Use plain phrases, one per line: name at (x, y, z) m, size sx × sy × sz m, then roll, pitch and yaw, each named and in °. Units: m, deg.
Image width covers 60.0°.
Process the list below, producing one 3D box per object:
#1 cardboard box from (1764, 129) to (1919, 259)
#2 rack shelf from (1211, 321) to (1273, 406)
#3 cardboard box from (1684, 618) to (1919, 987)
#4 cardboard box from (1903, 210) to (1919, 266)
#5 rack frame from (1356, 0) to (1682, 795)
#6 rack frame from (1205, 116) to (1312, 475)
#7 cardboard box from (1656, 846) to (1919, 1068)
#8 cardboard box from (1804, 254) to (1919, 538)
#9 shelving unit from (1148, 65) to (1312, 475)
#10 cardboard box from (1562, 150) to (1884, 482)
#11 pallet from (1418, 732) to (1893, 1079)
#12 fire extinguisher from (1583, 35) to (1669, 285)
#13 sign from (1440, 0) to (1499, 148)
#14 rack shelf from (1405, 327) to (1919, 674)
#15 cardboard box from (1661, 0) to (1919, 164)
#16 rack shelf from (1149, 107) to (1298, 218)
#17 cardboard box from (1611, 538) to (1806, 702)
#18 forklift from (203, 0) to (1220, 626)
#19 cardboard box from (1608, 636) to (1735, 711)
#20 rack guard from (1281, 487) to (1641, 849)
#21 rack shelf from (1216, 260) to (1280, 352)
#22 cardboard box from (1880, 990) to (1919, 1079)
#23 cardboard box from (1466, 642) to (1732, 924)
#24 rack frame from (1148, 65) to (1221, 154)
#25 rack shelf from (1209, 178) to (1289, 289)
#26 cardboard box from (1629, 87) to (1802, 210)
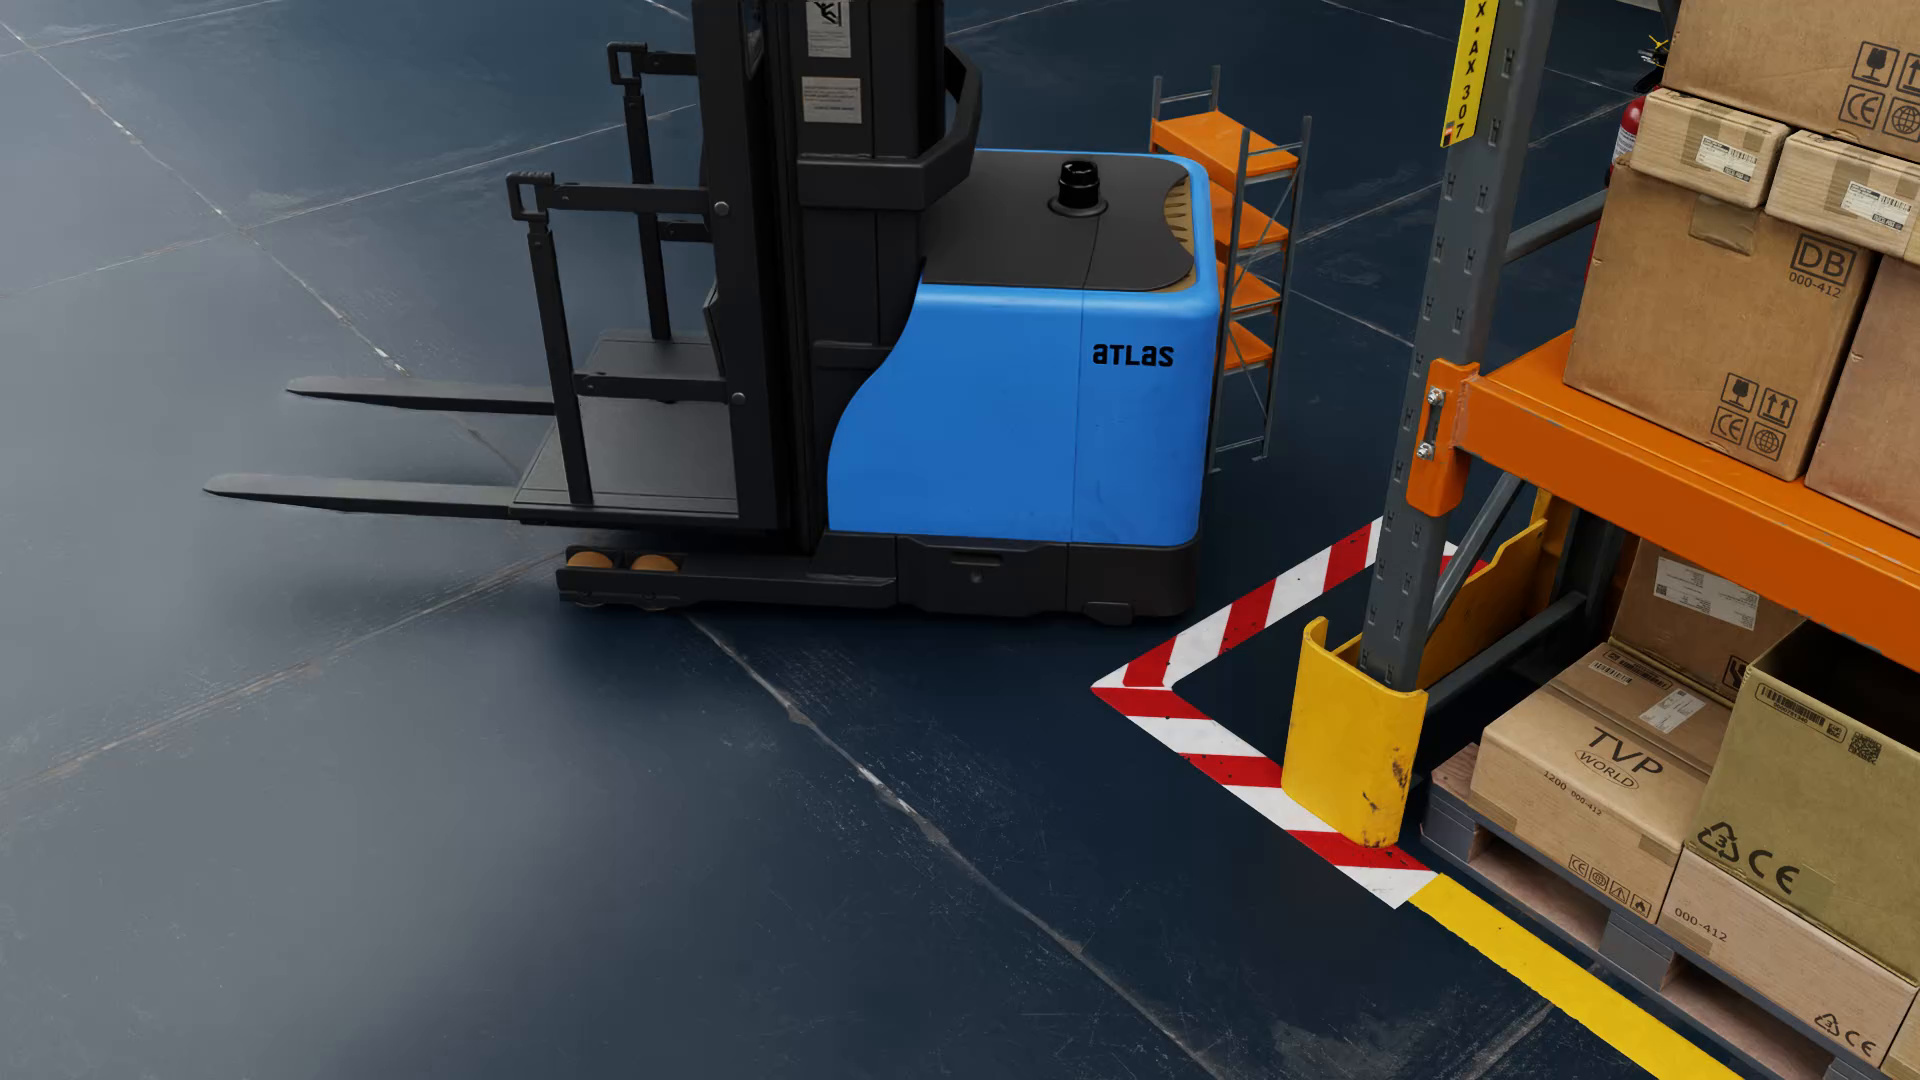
cardboard box at (1.646, -0.655, 2.932) m, size 0.380 × 0.149 × 0.250 m, roll -27°, pitch 43°, yaw -33°
rack shelf at (0.824, -0.651, 5.589) m, size 0.258 × 0.148 × 0.480 m, roll -16°, pitch 38°, yaw -21°
cardboard box at (1.885, 0.466, 3.364) m, size 0.500 × 0.500 × 0.500 m, roll -26°, pitch 43°, yaw -32°
cardboard box at (1.806, -0.545, 2.776) m, size 0.380 × 0.149 × 0.250 m, roll -26°, pitch 43°, yaw -32°
rack frame at (1.385, -0.719, 3.670) m, size 1.000 × 3.000 × 0.127 m, roll -26°, pitch 43°, yaw -32°
rack frame at (0.934, -0.742, 5.257) m, size 0.240 × 1.200 × 0.015 m, roll -16°, pitch 38°, yaw -21°
cardboard box at (1.886, 0.771, 3.582) m, size 0.500 × 0.250 × 0.500 m, roll -26°, pitch 43°, yaw -32°
cardboard box at (2.019, -0.319, 3.018) m, size 0.700 × 0.500 × 0.500 m, roll -25°, pitch 42°, yaw -31°
shelving unit at (0.826, -0.868, 5.436) m, size 0.258 × 1.200 × 0.503 m, roll -16°, pitch 38°, yaw -21°
cardboard box at (1.676, -0.549, 3.343) m, size 0.700 × 0.500 × 0.500 m, roll -26°, pitch 43°, yaw -32°
pallet at (1.910, 0.741, 4.021) m, size 1.003 × 0.211 × 1.213 m, roll -26°, pitch 43°, yaw -32°
fire extinguisher at (1.663, -0.913, 4.010) m, size 0.296 × 0.674 × 0.183 m, roll -26°, pitch 43°, yaw -32°
sign at (0.957, -0.900, 3.108) m, size 0.100 × 0.325 × 0.005 m, roll -26°, pitch 43°, yaw -32°
rack shelf at (2.675, 0.458, 2.631) m, size 1.077 × 0.370 × 4.000 m, roll -26°, pitch 43°, yaw -32°
cardboard box at (1.710, -1.055, 2.935) m, size 0.700 × 0.500 × 0.500 m, roll -26°, pitch 43°, yaw -32°
rack shelf at (0.829, -1.190, 5.210) m, size 0.258 × 0.148 × 0.480 m, roll -16°, pitch 38°, yaw -21°
cardboard box at (1.958, 0.052, 3.949) m, size 0.500 × 0.500 × 0.500 m, roll -26°, pitch 43°, yaw -32°
forklift at (-0.781, -1.287, 4.531) m, size 3.031 × 2.935 × 1.130 m, roll 3°, pitch 35°, yaw 4°
cardboard box at (1.957, 0.358, 4.164) m, size 0.500 × 0.250 × 0.500 m, roll -26°, pitch 43°, yaw -32°
rack guard at (1.369, 0.291, 4.407) m, size 1.175 × 0.500 × 0.348 m, roll -26°, pitch 43°, yaw -32°
rack shelf at (0.826, -0.813, 5.475) m, size 0.258 × 0.148 × 0.480 m, roll -16°, pitch 38°, yaw -21°
cardboard box at (2.209, 0.992, 3.270) m, size 0.500 × 0.250 × 0.500 m, roll -26°, pitch 43°, yaw -32°
cardboard box at (1.561, 0.552, 3.892) m, size 0.500 × 0.250 × 0.500 m, roll -26°, pitch 43°, yaw -32°
rack frame at (0.718, -0.995, 5.614) m, size 0.240 × 1.200 × 0.015 m, roll -16°, pitch 38°, yaw -21°
rack shelf at (0.827, -0.996, 5.346) m, size 0.258 × 0.148 × 0.480 m, roll -16°, pitch 38°, yaw -21°
cardboard box at (1.474, -0.771, 3.095) m, size 0.380 × 0.149 × 0.250 m, roll -26°, pitch 43°, yaw -32°
